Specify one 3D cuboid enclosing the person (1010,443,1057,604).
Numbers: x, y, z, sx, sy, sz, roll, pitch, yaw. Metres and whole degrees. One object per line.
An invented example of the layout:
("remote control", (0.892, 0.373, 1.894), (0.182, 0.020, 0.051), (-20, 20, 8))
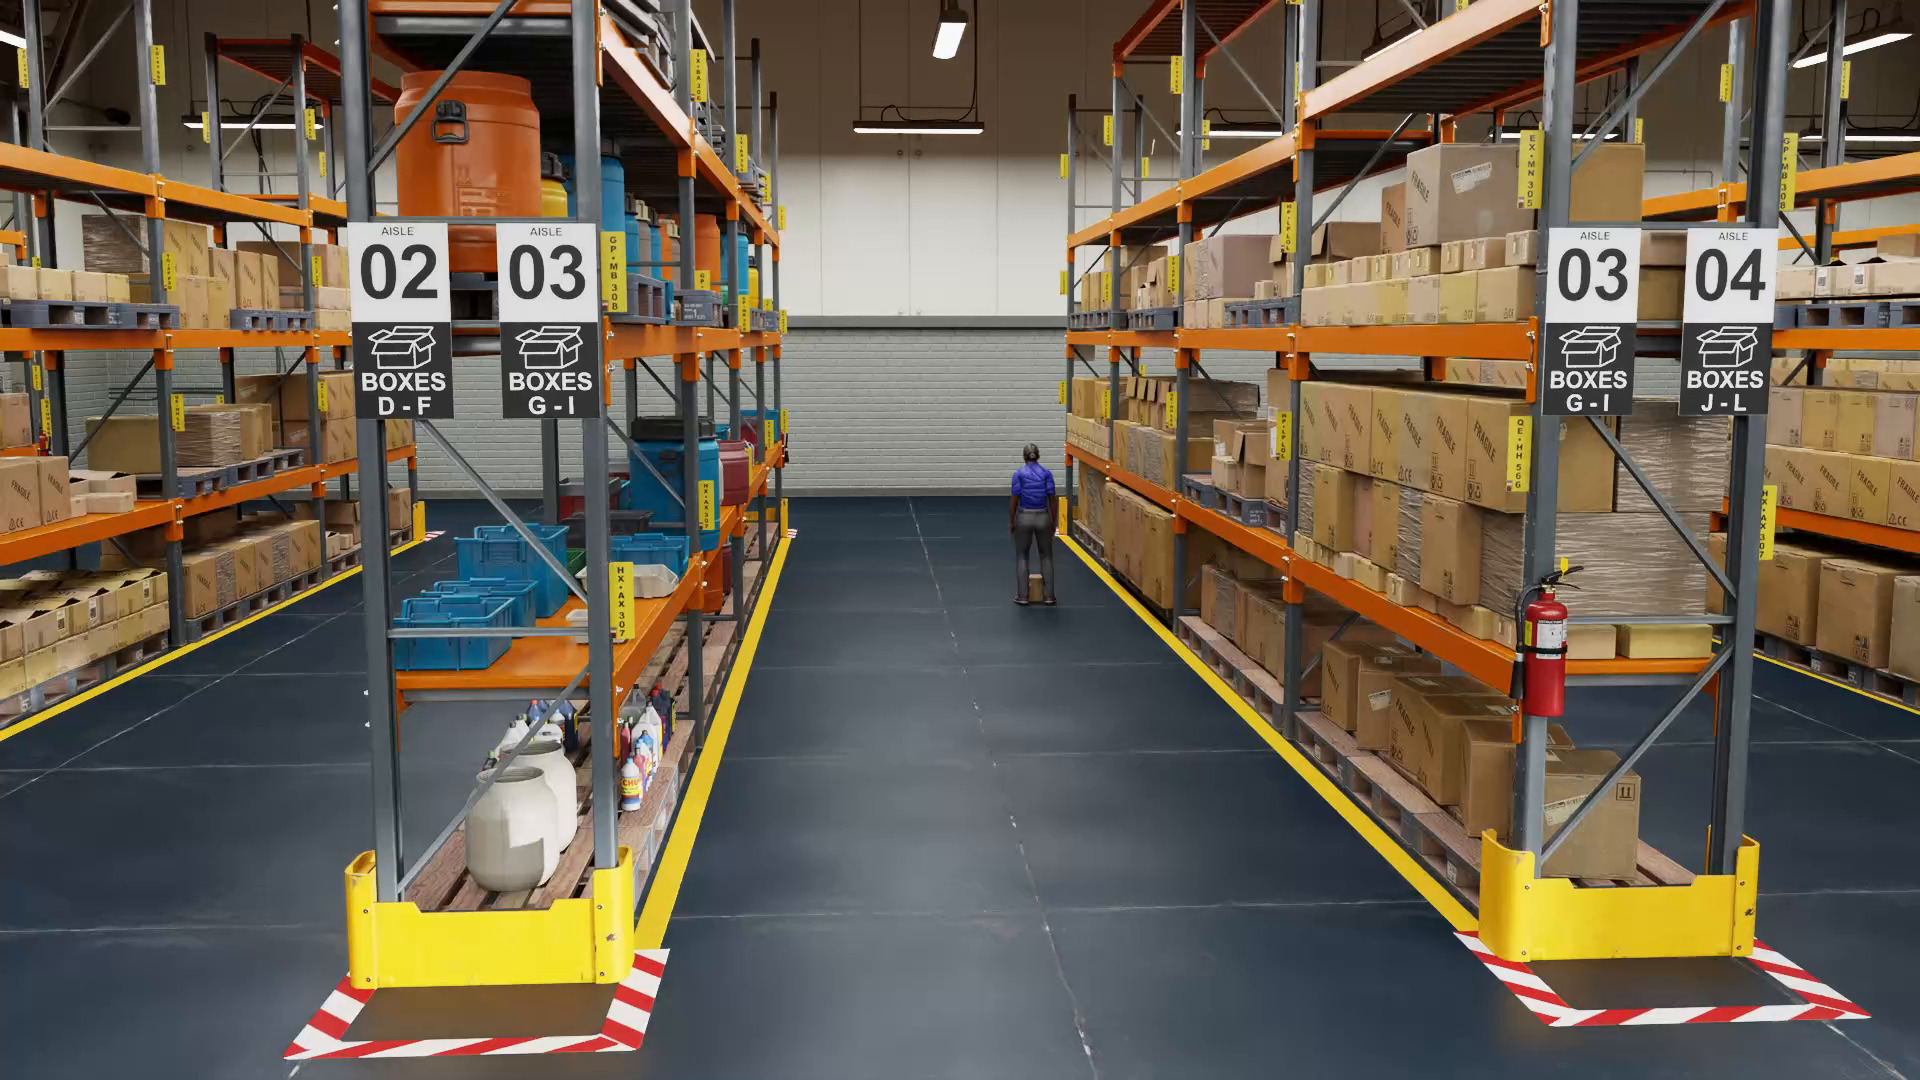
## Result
("person", (0.762, -0.152, 17.129), (0.508, 1.627, 0.349), (0, 7, -4))
